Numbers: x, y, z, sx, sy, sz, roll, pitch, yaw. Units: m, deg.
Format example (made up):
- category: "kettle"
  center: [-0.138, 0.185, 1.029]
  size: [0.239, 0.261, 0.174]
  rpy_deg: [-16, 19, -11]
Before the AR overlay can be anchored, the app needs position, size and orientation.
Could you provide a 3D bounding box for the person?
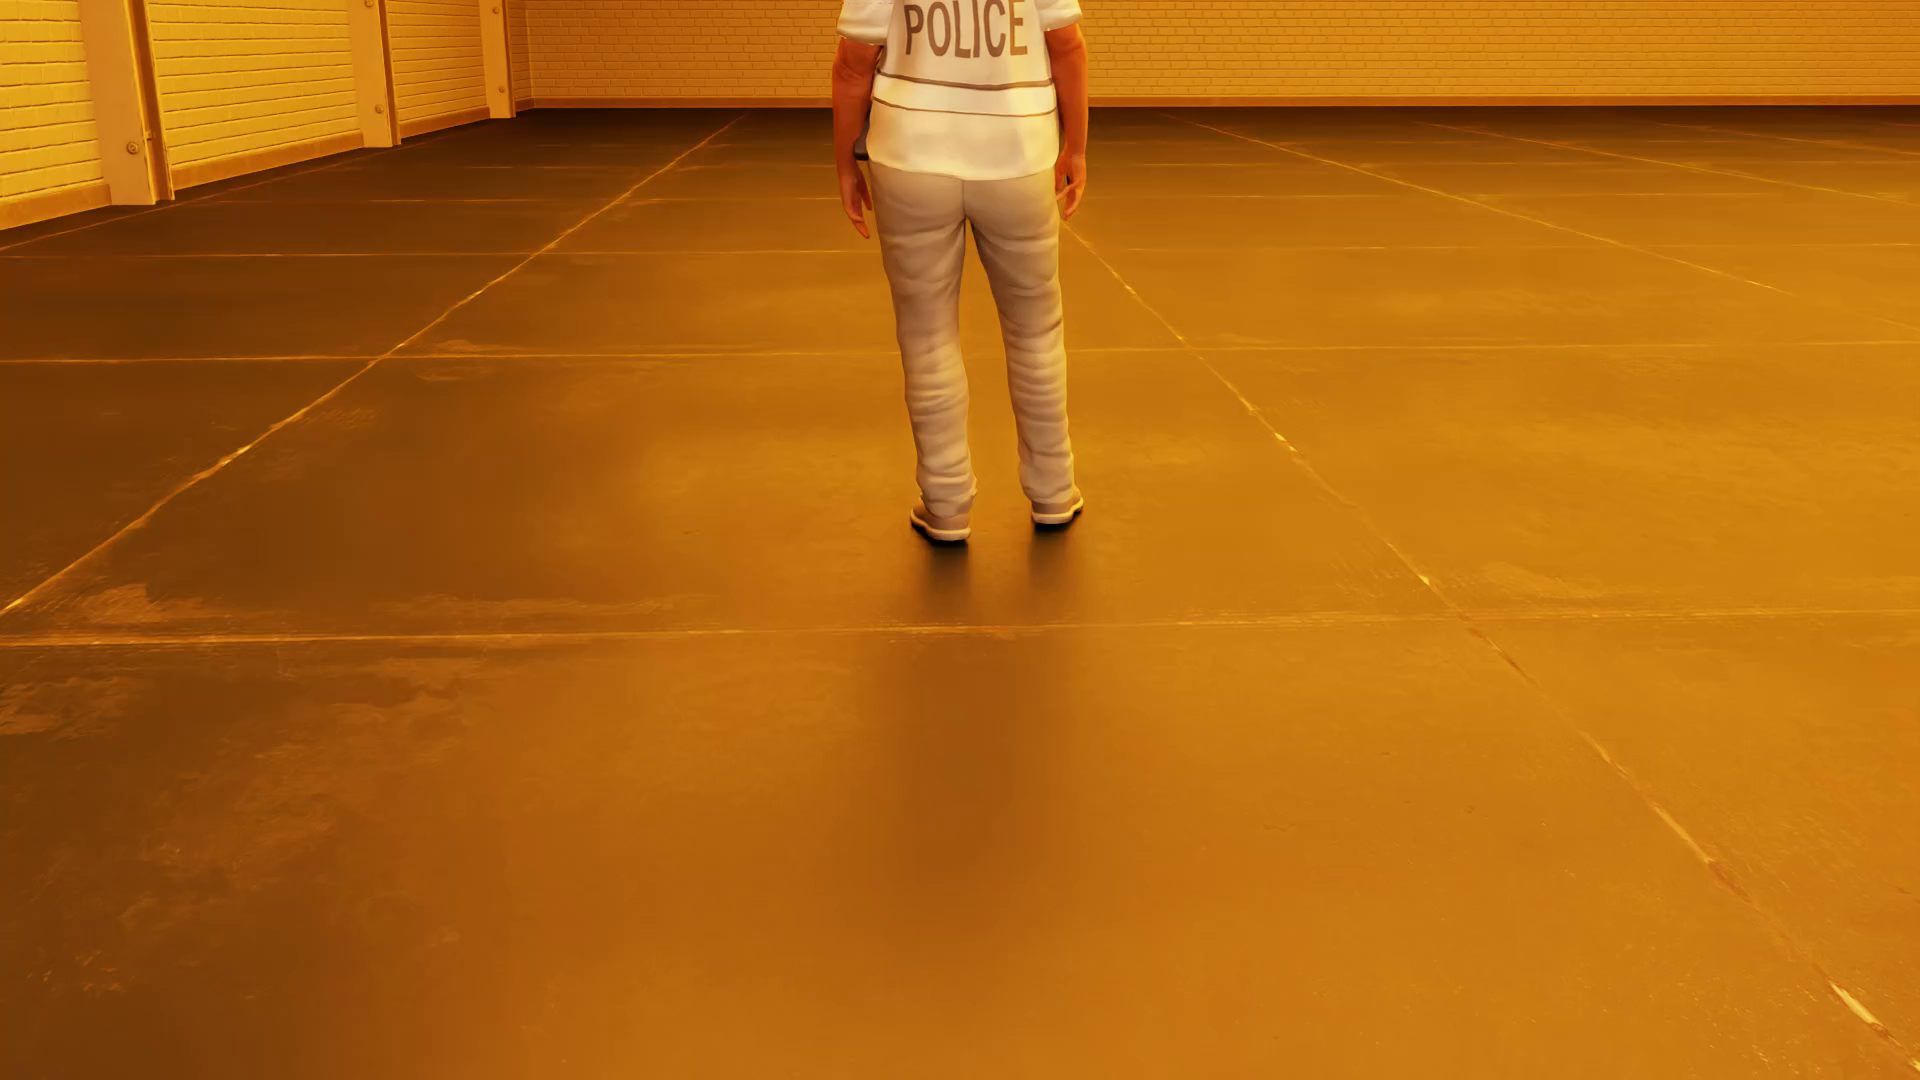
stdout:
- category: "person"
  center: [0.018, -0.827, 3.746]
  size: [0.599, 1.670, 0.529]
  rpy_deg: [-1, 17, -3]
